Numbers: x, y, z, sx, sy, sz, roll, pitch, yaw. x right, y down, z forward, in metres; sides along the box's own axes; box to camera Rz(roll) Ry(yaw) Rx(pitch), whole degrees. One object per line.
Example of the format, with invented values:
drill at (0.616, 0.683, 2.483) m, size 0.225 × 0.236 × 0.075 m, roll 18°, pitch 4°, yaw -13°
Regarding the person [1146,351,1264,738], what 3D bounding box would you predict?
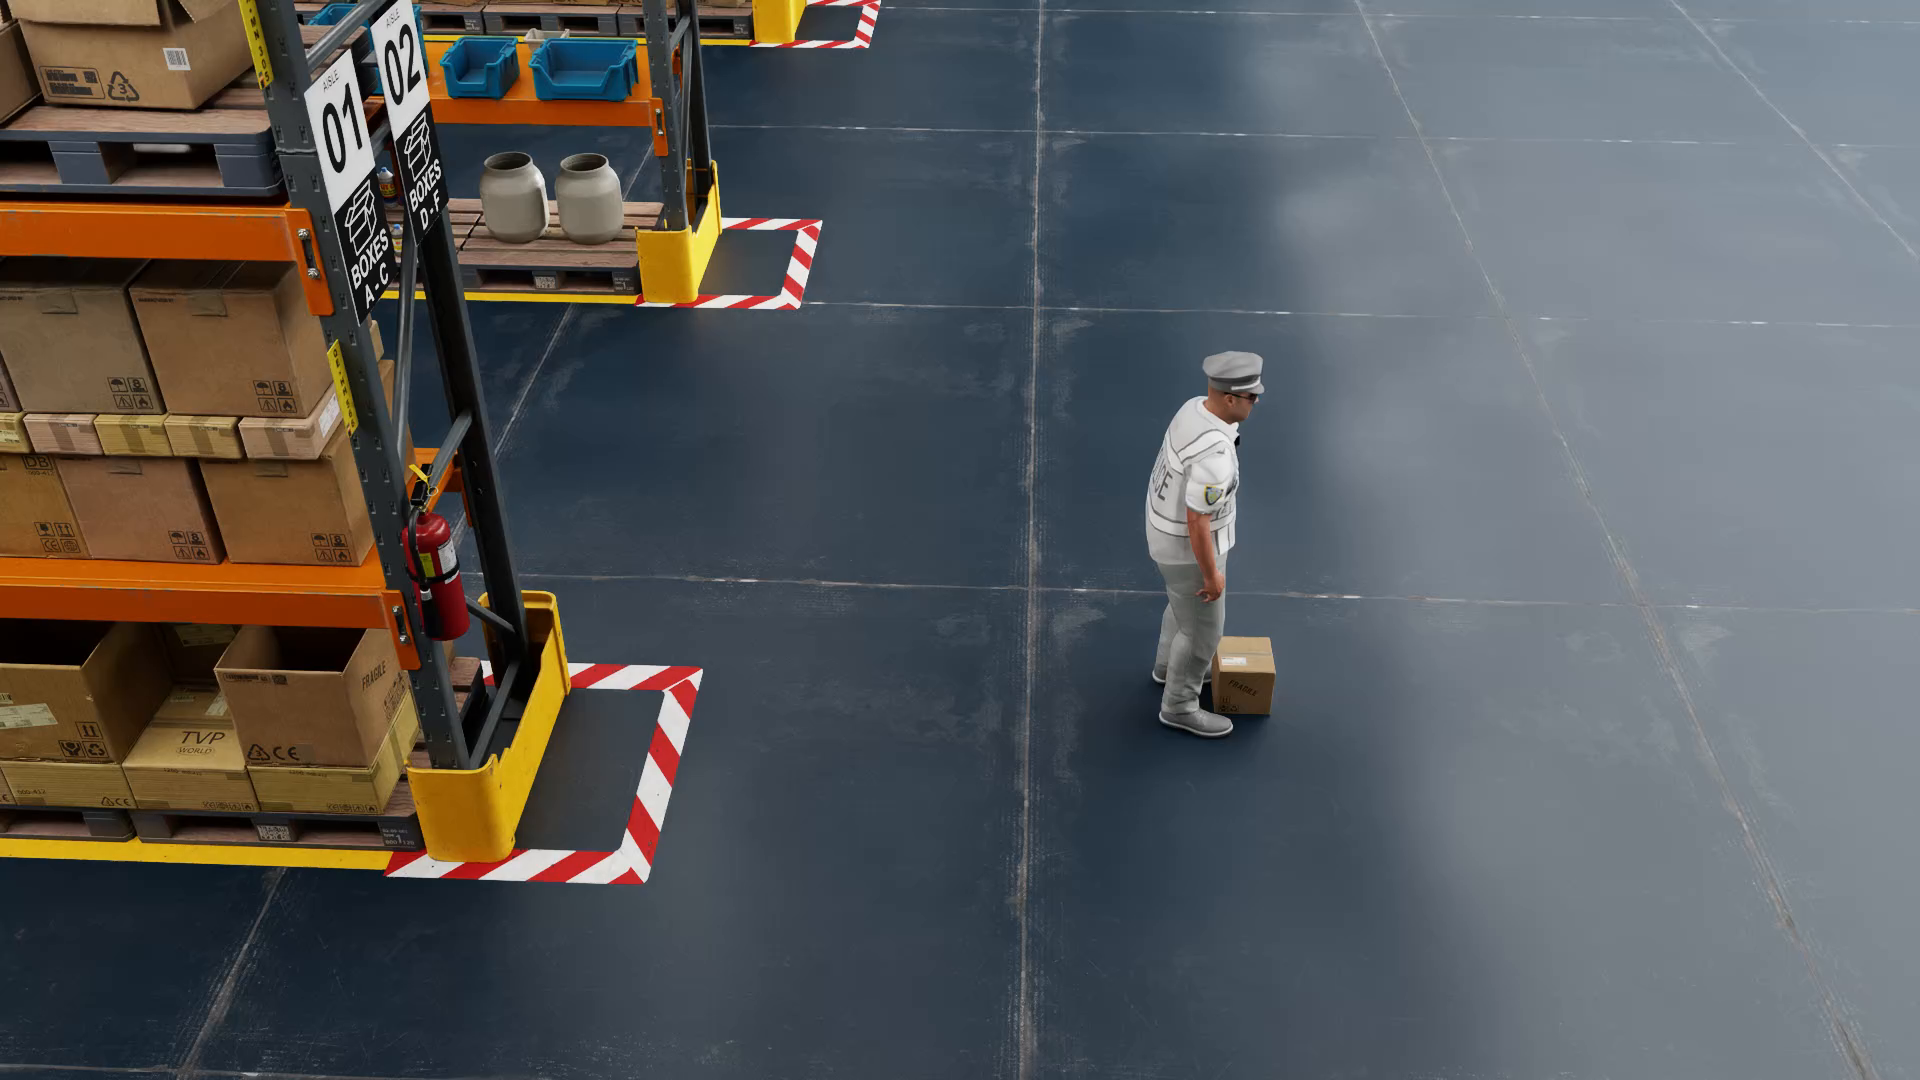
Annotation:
person at (1.008, 0.002, 7.110) m, size 0.432 × 1.745 × 0.585 m, roll 1°, pitch 35°, yaw 2°
